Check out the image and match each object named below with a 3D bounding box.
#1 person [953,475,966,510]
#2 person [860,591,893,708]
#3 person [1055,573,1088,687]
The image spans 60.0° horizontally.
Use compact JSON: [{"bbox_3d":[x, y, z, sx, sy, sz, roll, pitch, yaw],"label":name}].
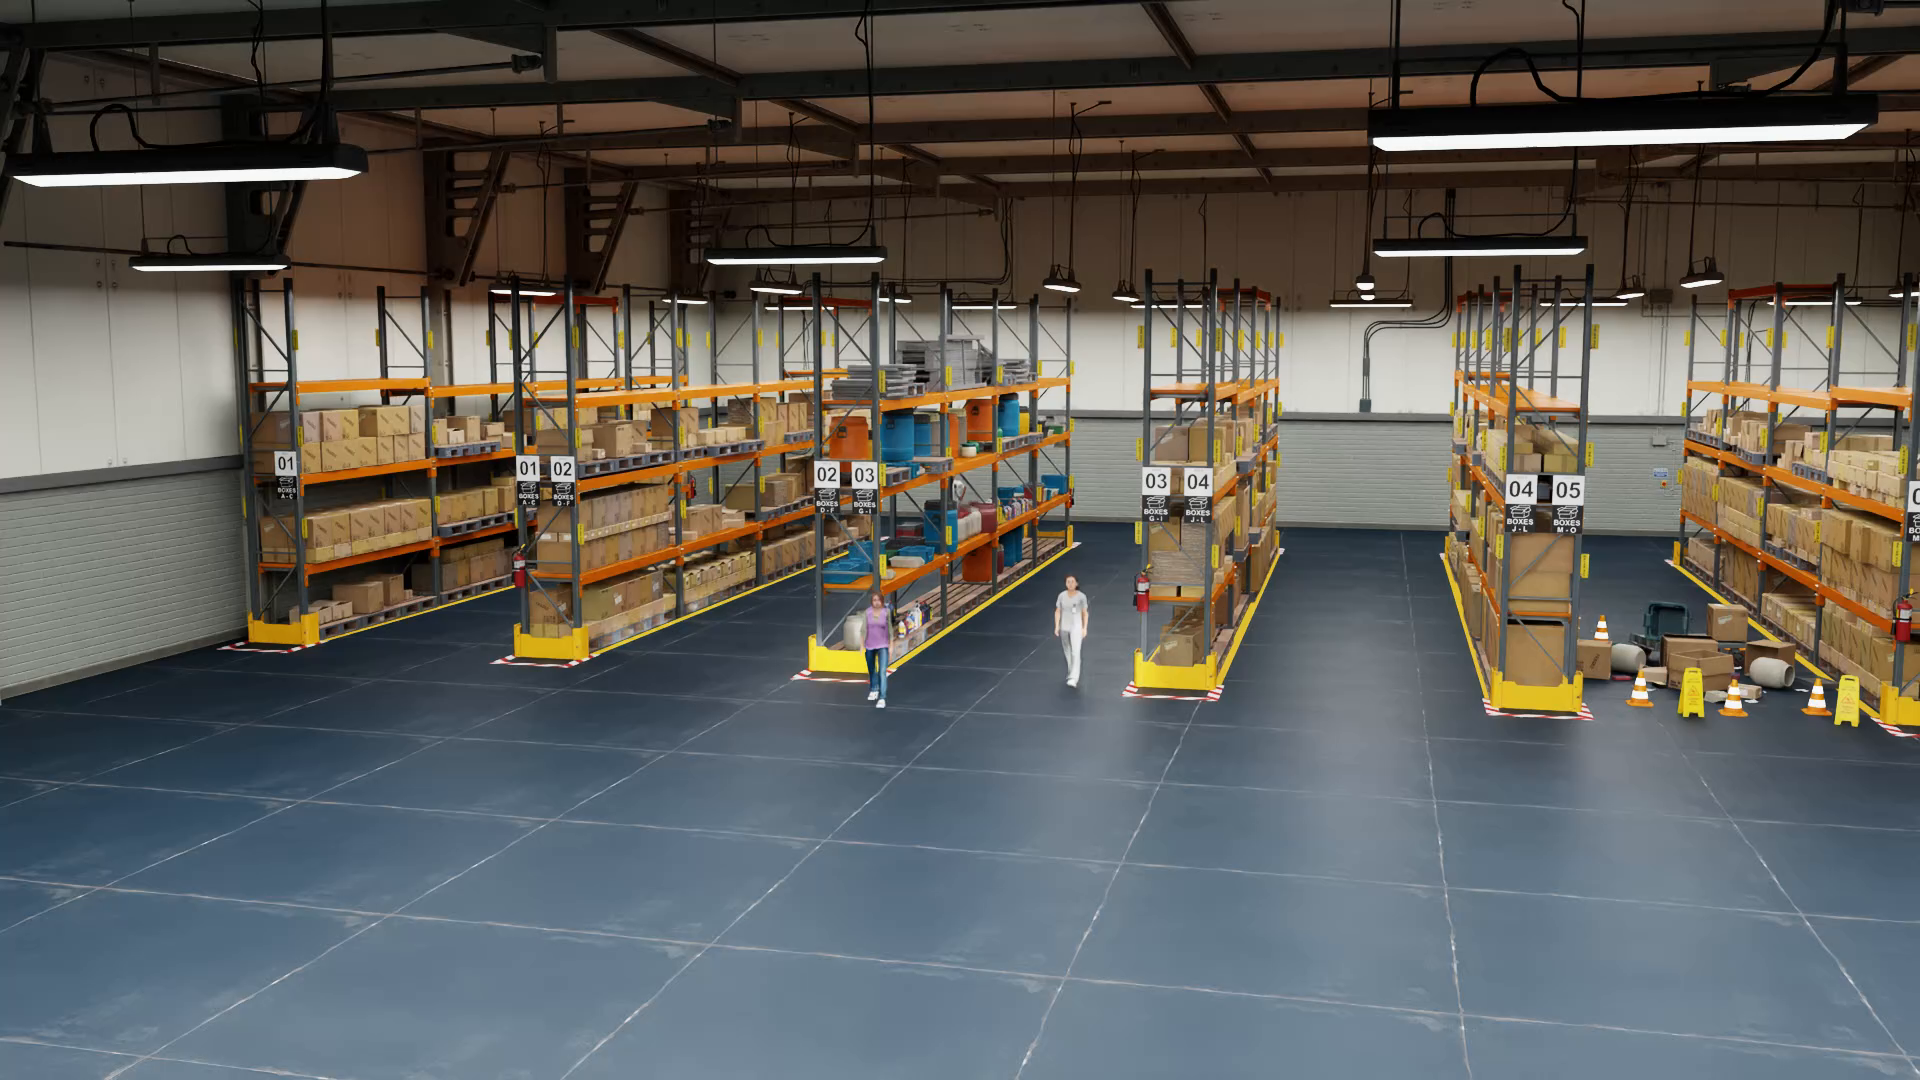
[{"bbox_3d":[-0.141,-1.028,43.755,0.581,1.591,0.732,3,7,24],"label":"person"},{"bbox_3d":[-1.155,1.484,22.826,0.445,1.562,0.858,1,7,8],"label":"person"},{"bbox_3d":[1.603,1.299,24.118,0.481,1.612,1.030,3,8,26],"label":"person"}]
